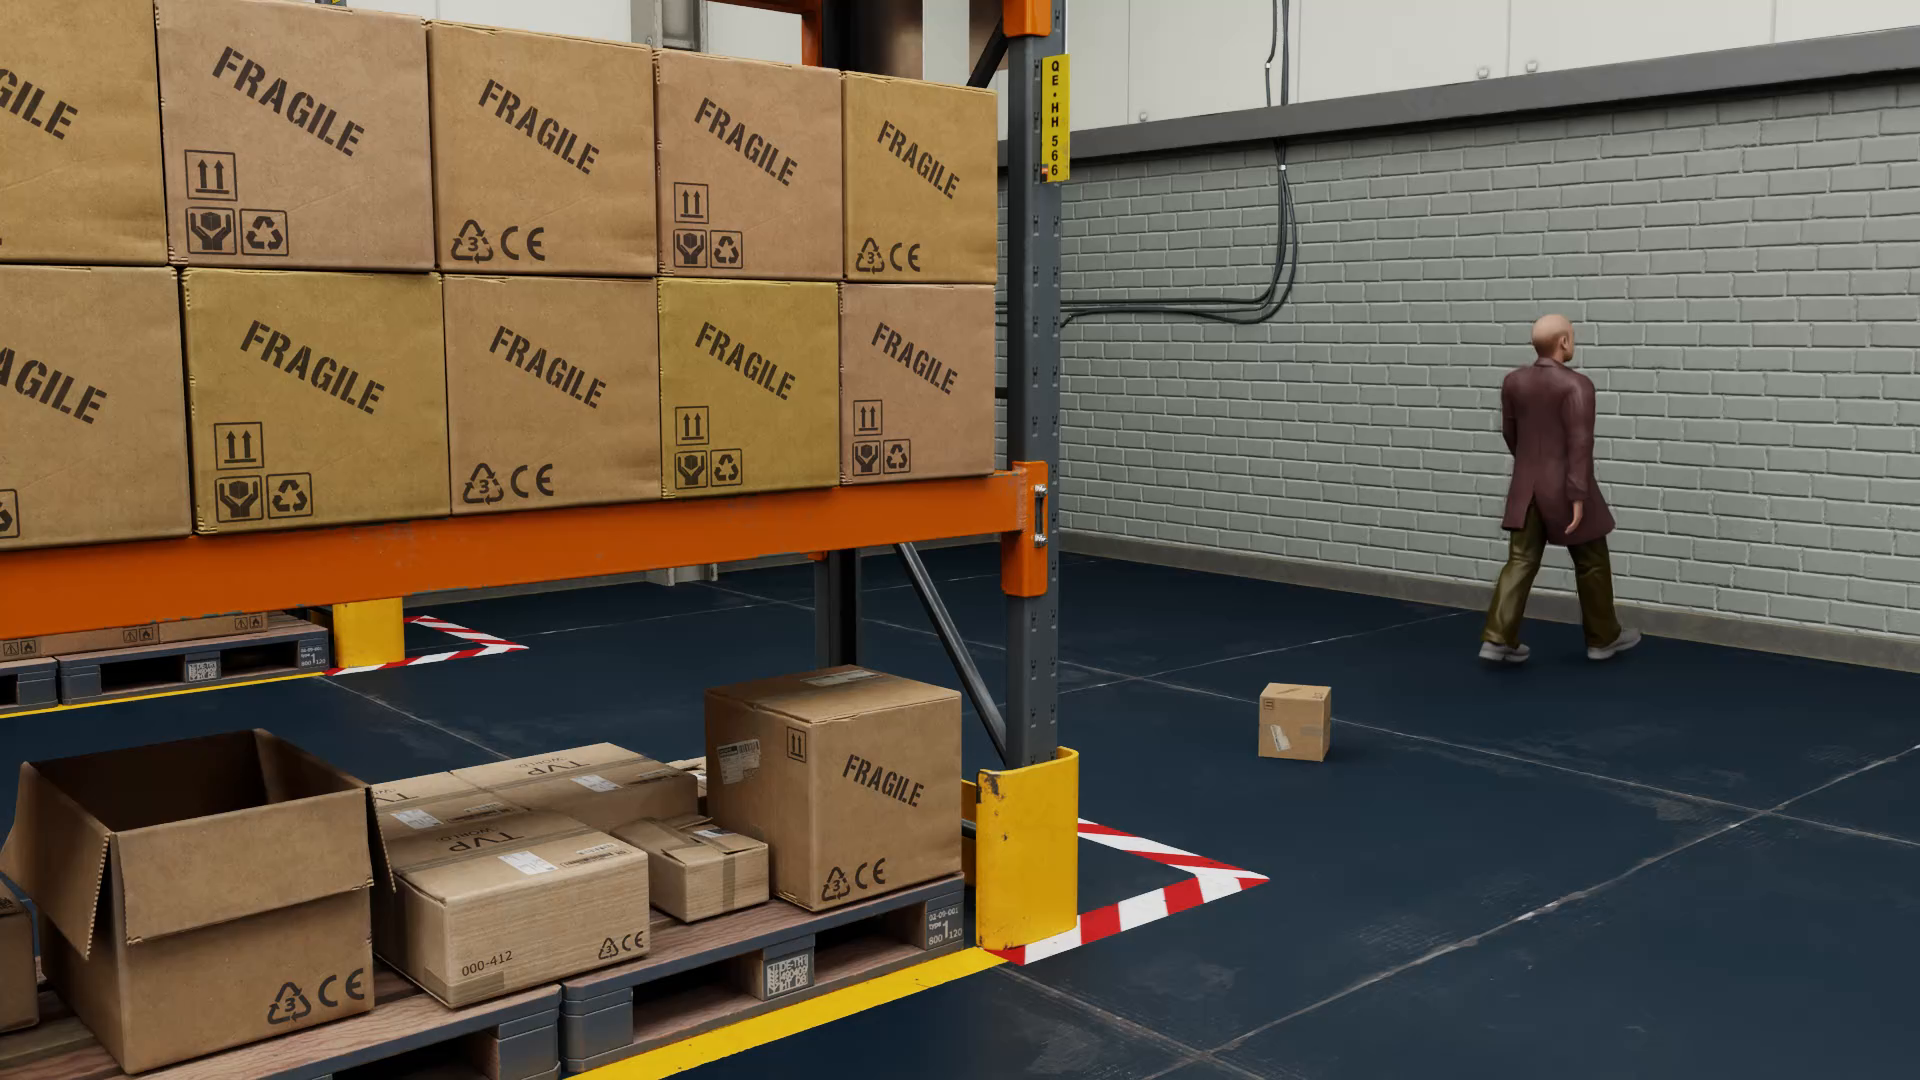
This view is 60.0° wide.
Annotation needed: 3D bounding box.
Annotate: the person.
[{"bbox_3d":[3.031,-0.255,8.357,1.001,1.736,0.580,-6,9,-38],"label":"person"}]
